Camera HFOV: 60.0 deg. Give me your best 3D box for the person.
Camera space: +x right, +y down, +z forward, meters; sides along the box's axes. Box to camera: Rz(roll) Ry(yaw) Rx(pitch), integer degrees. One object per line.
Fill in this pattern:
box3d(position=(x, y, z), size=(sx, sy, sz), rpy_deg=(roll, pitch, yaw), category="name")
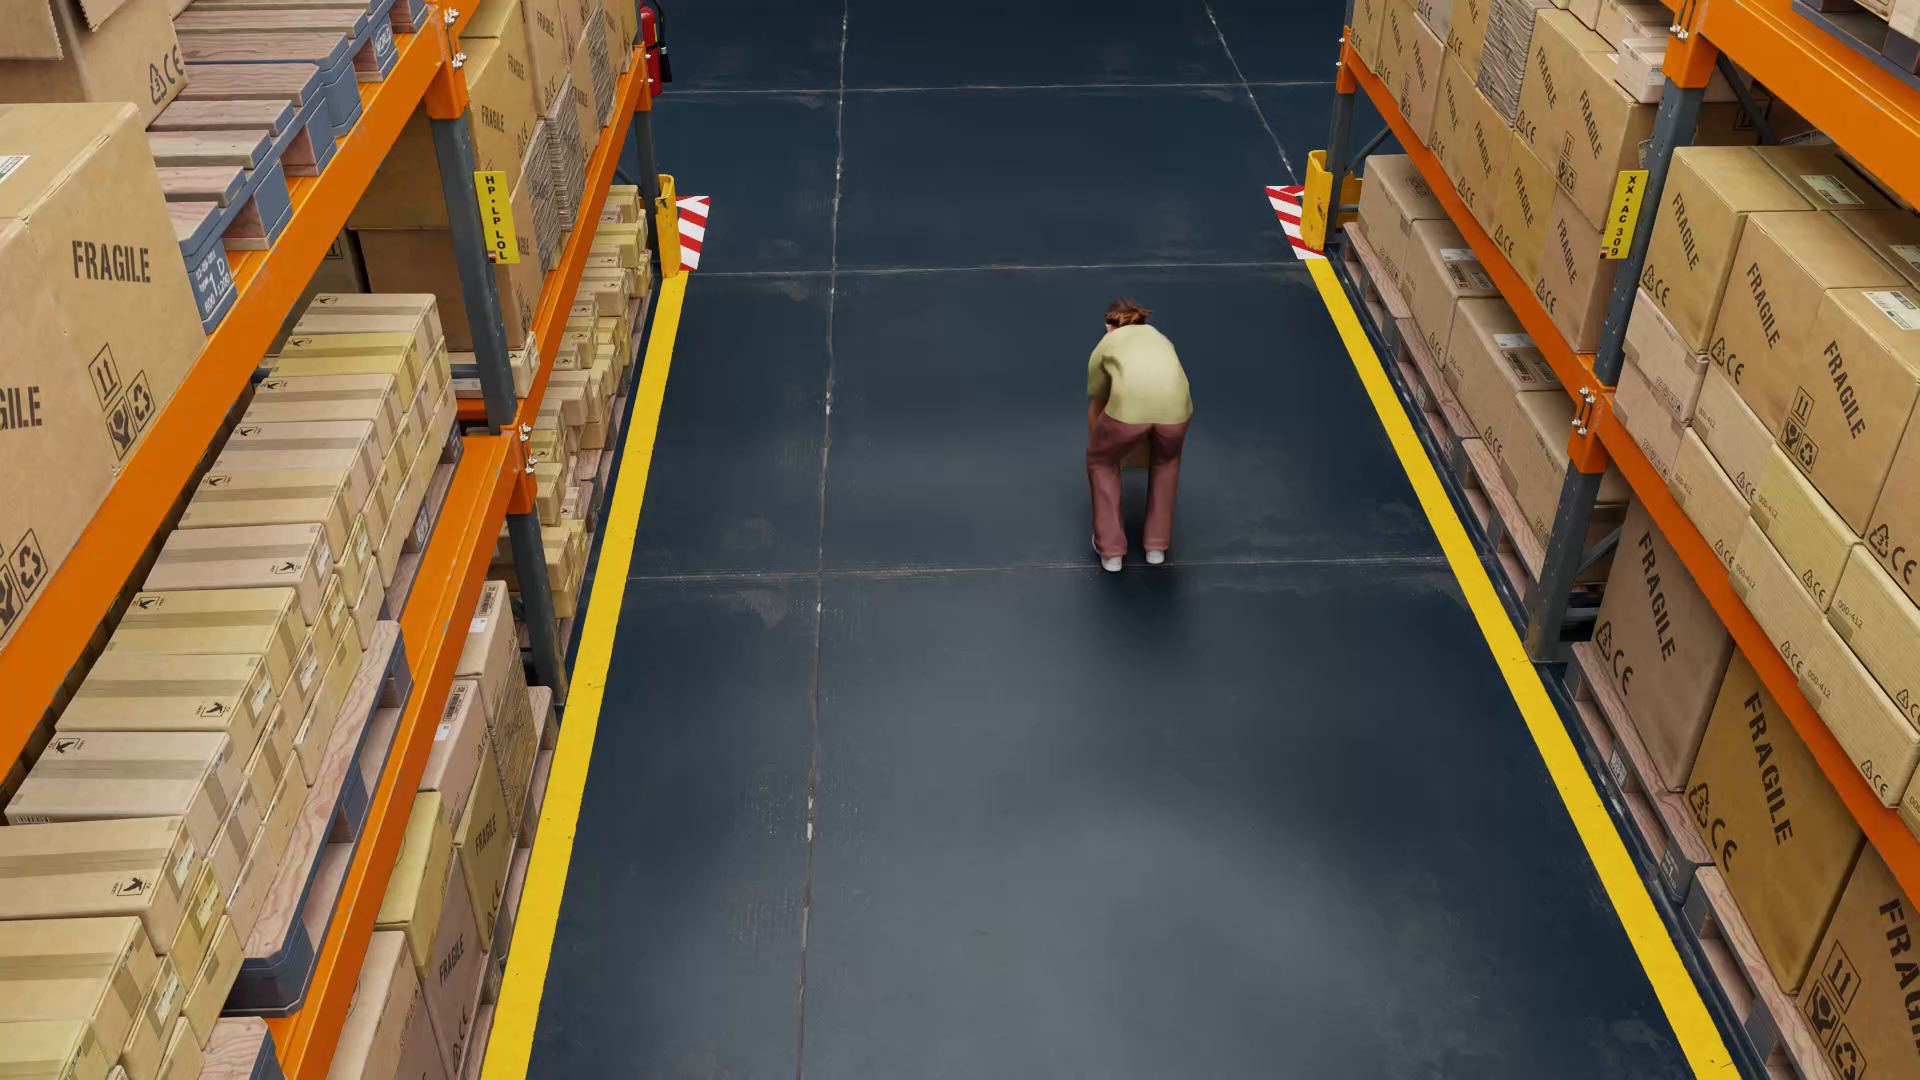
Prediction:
box3d(position=(0.759, -0.475, 7.371), size=(0.428, 1.033, 0.872), rpy_deg=(-3, 35, -4), category="person")
